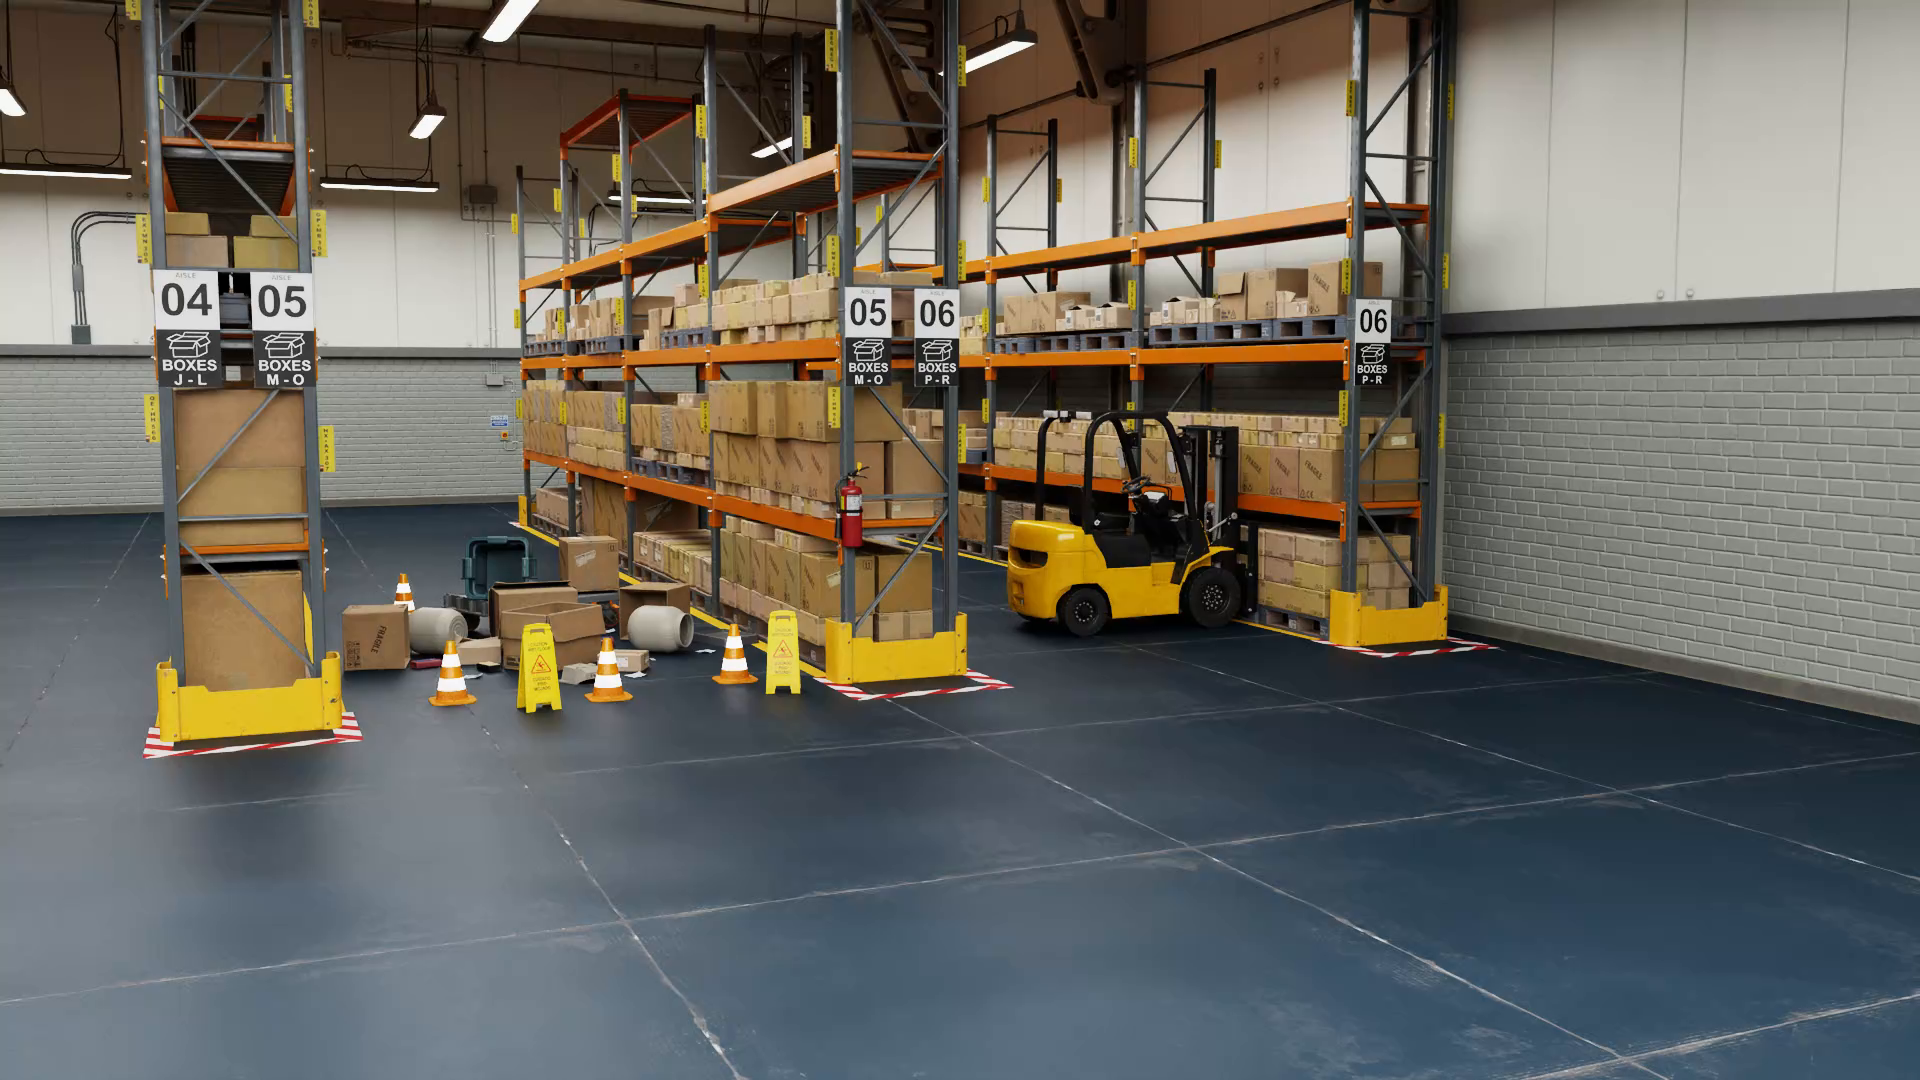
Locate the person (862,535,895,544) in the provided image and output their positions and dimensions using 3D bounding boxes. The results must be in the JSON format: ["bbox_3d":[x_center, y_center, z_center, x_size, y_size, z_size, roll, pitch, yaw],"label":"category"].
[{"bbox_3d":[-0.941,-0.169,18.641,0.449,1.683,0.534,-2,6,-23],"label":"person"}]
